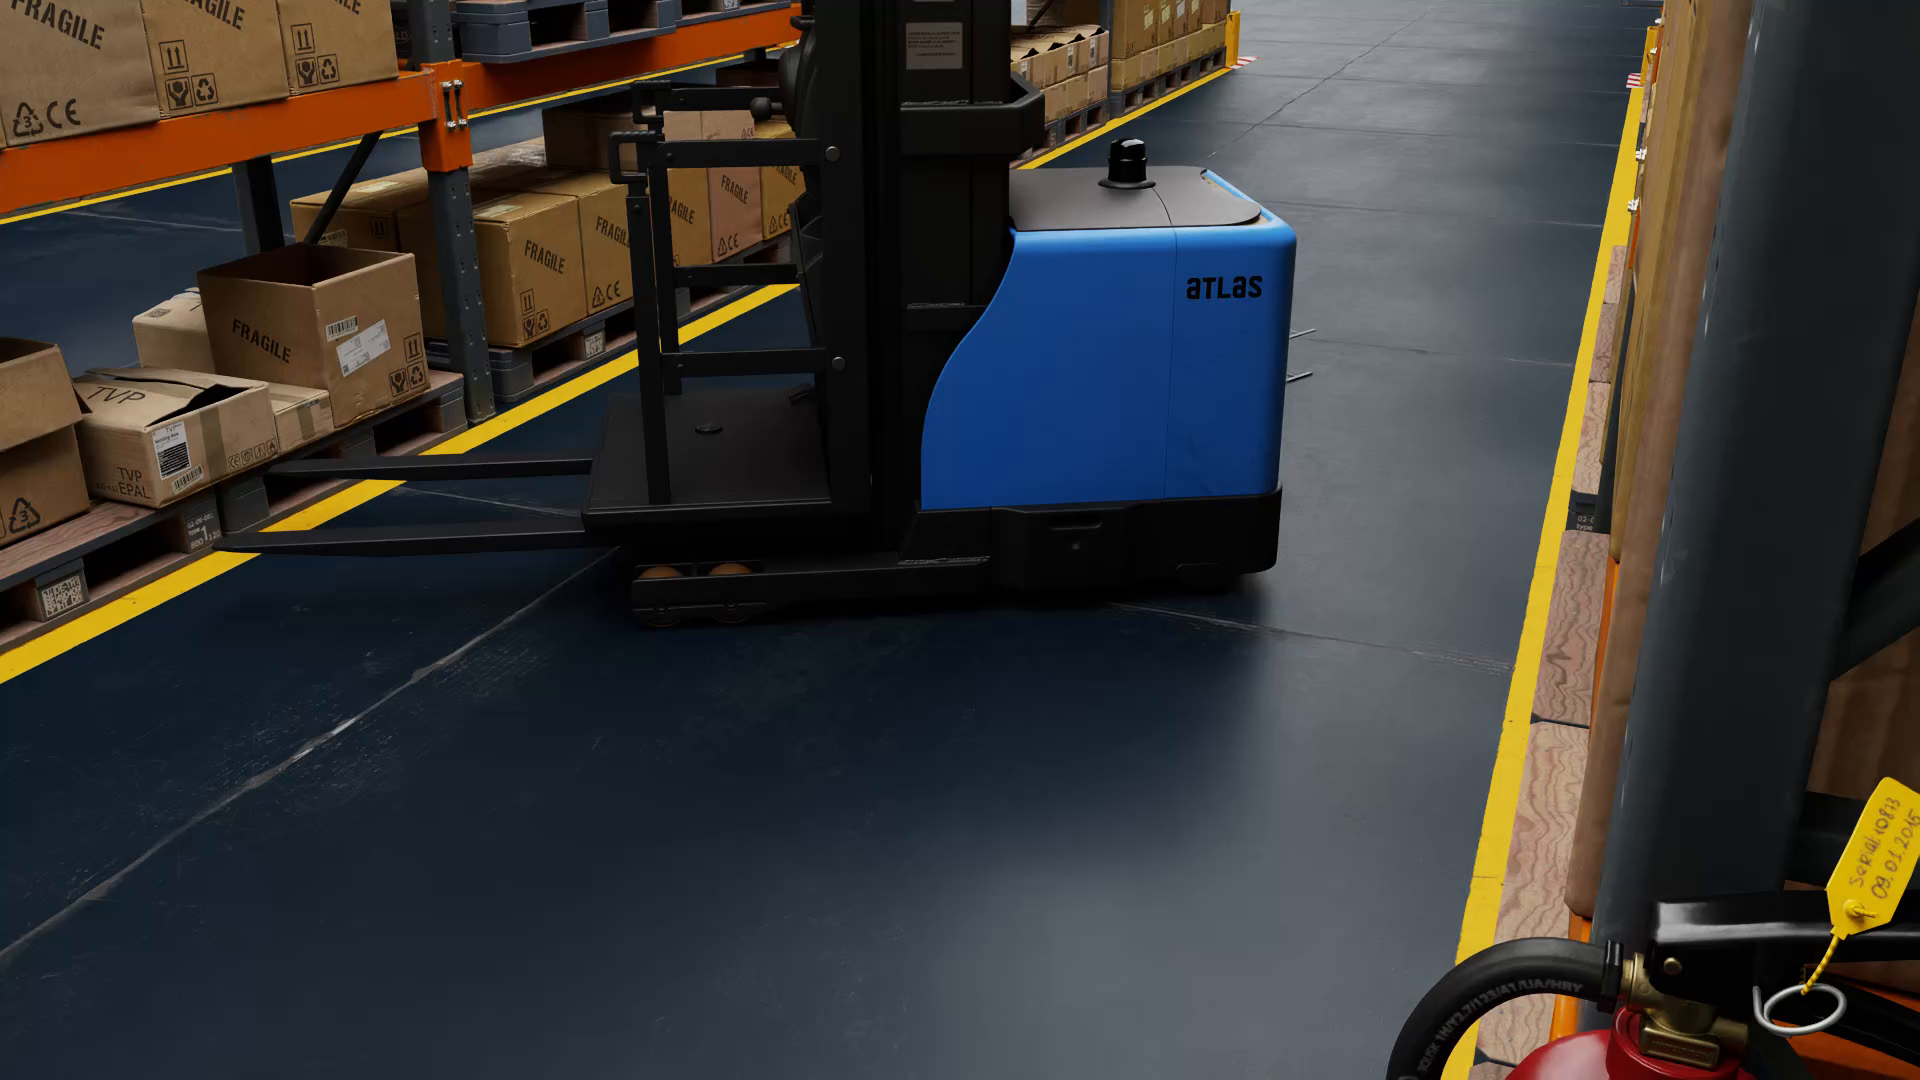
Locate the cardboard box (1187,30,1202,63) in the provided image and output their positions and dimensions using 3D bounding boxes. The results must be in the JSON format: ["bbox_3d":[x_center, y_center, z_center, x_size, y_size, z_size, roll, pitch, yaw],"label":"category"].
[{"bbox_3d":[1.908,-4.533,15.232,0.500,0.250,0.500,9,24,20],"label":"cardboard box"}]

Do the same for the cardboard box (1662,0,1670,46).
[{"bbox_3d":[2.452,-1.778,5.072,0.500,0.500,0.500,9,24,20],"label":"cardboard box"}]

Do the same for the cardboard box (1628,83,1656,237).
[{"bbox_3d":[3.425,-1.589,7.406,0.750,0.750,0.750,8,24,19],"label":"cardboard box"}]

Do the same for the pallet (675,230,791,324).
[{"bbox_3d":[-1.547,-1.355,8.221,1.003,0.211,1.213,9,24,20],"label":"pallet"}]

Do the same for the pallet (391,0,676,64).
[{"bbox_3d":[-1.868,-2.089,6.609,1.003,0.211,1.213,9,24,20],"label":"pallet"}]

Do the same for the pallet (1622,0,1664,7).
[{"bbox_3d":[3.986,-2.813,8.341,1.213,0.211,1.003,9,24,20],"label":"pallet"}]

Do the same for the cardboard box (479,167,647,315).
[{"bbox_3d":[-1.672,-1.288,7.114,0.500,0.500,0.500,9,24,21],"label":"cardboard box"}]

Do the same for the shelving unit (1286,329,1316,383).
[{"bbox_3d":[0.941,-0.652,6.560,1.200,0.189,0.258,-20,30,-39],"label":"shelving unit"}]

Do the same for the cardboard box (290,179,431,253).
[{"bbox_3d":[-2.349,-1.175,6.843,0.500,0.500,0.500,9,24,20],"label":"cardboard box"}]

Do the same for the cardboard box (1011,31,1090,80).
[{"bbox_3d":[0.634,-3.581,12.227,0.500,0.311,0.500,9,24,22],"label":"cardboard box"}]

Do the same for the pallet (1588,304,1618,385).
[{"bbox_3d":[3.003,-0.638,6.503,1.003,0.211,1.213,9,24,20],"label":"pallet"}]

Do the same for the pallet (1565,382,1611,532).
[{"bbox_3d":[2.551,-0.200,5.455,1.003,0.211,1.213,9,24,20],"label":"pallet"}]

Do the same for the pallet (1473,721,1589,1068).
[{"bbox_3d":[1.528,0.786,3.094,1.003,0.211,1.213,9,24,20],"label":"pallet"}]

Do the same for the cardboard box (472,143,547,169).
[{"bbox_3d":[-1.971,-1.530,7.693,0.500,0.500,0.500,9,24,21],"label":"cardboard box"}]

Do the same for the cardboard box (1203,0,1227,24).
[{"bbox_3d":[2.268,-5.238,15.949,0.500,0.500,0.500,9,24,20],"label":"cardboard box"}]

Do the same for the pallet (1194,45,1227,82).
[{"bbox_3d":[1.946,-4.635,16.074,1.003,0.211,1.213,9,24,20],"label":"pallet"}]

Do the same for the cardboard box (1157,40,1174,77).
[{"bbox_3d":[1.540,-4.174,14.374,0.500,0.250,0.500,9,24,20],"label":"cardboard box"}]

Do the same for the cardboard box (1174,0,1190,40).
[{"bbox_3d":[1.724,-4.700,14.659,0.500,0.500,0.500,9,24,20],"label":"cardboard box"}]

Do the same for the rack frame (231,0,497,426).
[{"bbox_3d":[-2.266,-1.908,5.925,1.000,3.000,0.127,9,24,20],"label":"rack frame"}]

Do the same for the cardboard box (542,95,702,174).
[{"bbox_3d":[-1.489,-1.799,7.365,0.500,0.250,0.500,9,24,20],"label":"cardboard box"}]

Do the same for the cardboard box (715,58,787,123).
[{"bbox_3d":[-0.927,-2.346,8.673,0.500,0.250,0.500,10,25,22],"label":"cardboard box"}]

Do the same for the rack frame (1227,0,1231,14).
[{"bbox_3d":[2.191,-6.202,16.206,1.000,3.000,0.127,9,24,20],"label":"rack frame"}]

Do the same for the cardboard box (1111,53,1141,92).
[{"bbox_3d":[1.159,-3.818,13.521,0.500,0.250,0.500,9,24,20],"label":"cardboard box"}]

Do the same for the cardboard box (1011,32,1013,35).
[{"bbox_3d":[0.130,-3.664,12.424,0.500,0.311,0.500,8,24,19],"label":"cardboard box"}]

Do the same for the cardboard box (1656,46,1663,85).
[{"bbox_3d":[2.451,-1.537,5.339,0.380,0.149,0.250,9,24,20],"label":"cardboard box"}]

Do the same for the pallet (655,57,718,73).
[{"bbox_3d":[-3.152,-4.867,16.627,1.003,0.211,1.213,9,24,20],"label":"pallet"}]

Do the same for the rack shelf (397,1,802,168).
[{"bbox_3d":[-1.523,-2.291,7.777,1.077,0.370,4.000,9,24,20],"label":"rack shelf"}]

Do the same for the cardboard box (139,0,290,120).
[{"bbox_3d":[-2.404,-1.553,4.947,0.500,0.500,0.500,9,24,22],"label":"cardboard box"}]

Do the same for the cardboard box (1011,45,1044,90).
[{"bbox_3d":[0.256,-3.224,11.371,0.500,0.311,0.500,8,24,19],"label":"cardboard box"}]

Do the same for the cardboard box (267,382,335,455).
[{"bbox_3d":[-2.298,-0.408,5.462,0.380,0.149,0.250,9,24,20],"label":"cardboard box"}]

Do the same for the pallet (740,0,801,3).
[{"bbox_3d":[-0.967,-2.998,8.784,1.213,0.211,1.003,9,24,20],"label":"pallet"}]

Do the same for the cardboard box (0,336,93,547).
[{"bbox_3d":[-2.959,-0.286,4.710,0.797,0.503,0.637,9,24,20],"label":"cardboard box"}]

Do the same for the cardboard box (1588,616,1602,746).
[{"bbox_3d":[1.772,0.192,3.596,0.700,0.500,0.500,9,24,20],"label":"cardboard box"}]

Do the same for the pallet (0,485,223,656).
[{"bbox_3d":[-2.974,0.063,4.826,1.003,0.211,1.213,9,24,20],"label":"pallet"}]

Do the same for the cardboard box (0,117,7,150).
[{"bbox_3d":[-2.779,-1.187,4.069,0.500,0.500,0.500,9,24,21],"label":"cardboard box"}]

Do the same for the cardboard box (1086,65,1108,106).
[{"bbox_3d":[0.821,-3.505,12.773,0.500,0.250,0.500,9,24,20],"label":"cardboard box"}]

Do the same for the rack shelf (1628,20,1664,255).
[{"bbox_3d":[3.077,-1.583,6.082,1.077,0.370,4.000,9,24,20],"label":"rack shelf"}]

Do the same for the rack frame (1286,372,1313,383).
[{"bbox_3d":[0.941,-0.568,6.595,1.200,0.006,0.240,-20,30,-39],"label":"rack frame"}]

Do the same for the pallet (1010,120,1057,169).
[{"bbox_3d":[0.016,-2.776,11.623,1.003,0.211,1.213,9,24,20],"label":"pallet"}]

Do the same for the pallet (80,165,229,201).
[{"bbox_3d":[-5.632,-2.475,10.901,1.003,0.211,1.213,9,24,20],"label":"pallet"}]

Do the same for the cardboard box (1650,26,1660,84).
[{"bbox_3d":[5.921,-3.849,13.246,0.700,0.500,0.500,7,24,17],"label":"cardboard box"}]

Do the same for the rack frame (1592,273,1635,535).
[{"bbox_3d":[2.335,-1.200,4.230,1.000,3.000,0.127,9,24,20],"label":"rack frame"}]

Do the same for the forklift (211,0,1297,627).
[{"bbox_3d":[-0.619,-1.323,4.615,3.031,2.935,1.130,-3,23,-6],"label":"forklift"}]

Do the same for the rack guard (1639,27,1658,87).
[{"bbox_3d":[6.764,-4.313,14.928,1.175,0.500,0.348,9,24,20],"label":"rack guard"}]

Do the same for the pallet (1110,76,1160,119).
[{"bbox_3d":[1.040,-3.762,13.983,1.003,0.211,1.213,9,24,20],"label":"pallet"}]

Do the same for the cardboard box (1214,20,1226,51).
[{"bbox_3d":[2.266,-4.893,16.094,0.500,0.250,0.500,9,24,20],"label":"cardboard box"}]

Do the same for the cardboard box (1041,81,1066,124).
[{"bbox_3d":[0.441,-3.142,11.902,0.500,0.250,0.500,9,24,21],"label":"cardboard box"}]

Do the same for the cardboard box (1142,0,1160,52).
[{"bbox_3d":[1.347,-4.343,13.804,0.500,0.500,0.500,9,24,20],"label":"cardboard box"}]

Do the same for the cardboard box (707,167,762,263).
[{"bbox_3d":[-1.291,-1.646,7.972,0.500,0.500,0.500,8,24,18],"label":"cardboard box"}]

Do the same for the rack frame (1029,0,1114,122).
[{"bbox_3d":[0.705,-4.770,12.779,1.000,3.000,0.127,9,24,20],"label":"rack frame"}]

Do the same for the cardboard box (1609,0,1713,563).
[{"bbox_3d":[1.289,-0.353,1.813,0.980,0.700,0.700,9,24,20],"label":"cardboard box"}]

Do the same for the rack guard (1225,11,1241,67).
[{"bbox_3d":[2.200,-5.057,16.708,1.175,0.500,0.348,9,24,20],"label":"rack guard"}]

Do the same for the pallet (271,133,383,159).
[{"bbox_3d":[-5.054,-3.034,12.241,1.003,0.211,1.213,9,24,20],"label":"pallet"}]

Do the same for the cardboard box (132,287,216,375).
[{"bbox_3d":[-2.623,-0.751,6.073,0.500,0.311,0.500,9,24,20],"label":"cardboard box"}]

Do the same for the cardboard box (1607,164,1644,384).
[{"bbox_3d":[2.783,-0.971,5.928,0.750,0.750,0.750,10,24,22],"label":"cardboard box"}]

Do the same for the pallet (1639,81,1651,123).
[{"bbox_3d":[5.974,-3.459,13.258,1.003,0.211,1.213,9,24,20],"label":"pallet"}]

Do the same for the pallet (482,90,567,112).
[{"bbox_3d":[-4.148,-3.908,14.331,1.003,0.211,1.213,9,24,20],"label":"pallet"}]

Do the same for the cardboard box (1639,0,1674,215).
[{"bbox_3d":[1.842,-0.886,3.090,0.980,0.700,0.700,8,24,19],"label":"cardboard box"}]
